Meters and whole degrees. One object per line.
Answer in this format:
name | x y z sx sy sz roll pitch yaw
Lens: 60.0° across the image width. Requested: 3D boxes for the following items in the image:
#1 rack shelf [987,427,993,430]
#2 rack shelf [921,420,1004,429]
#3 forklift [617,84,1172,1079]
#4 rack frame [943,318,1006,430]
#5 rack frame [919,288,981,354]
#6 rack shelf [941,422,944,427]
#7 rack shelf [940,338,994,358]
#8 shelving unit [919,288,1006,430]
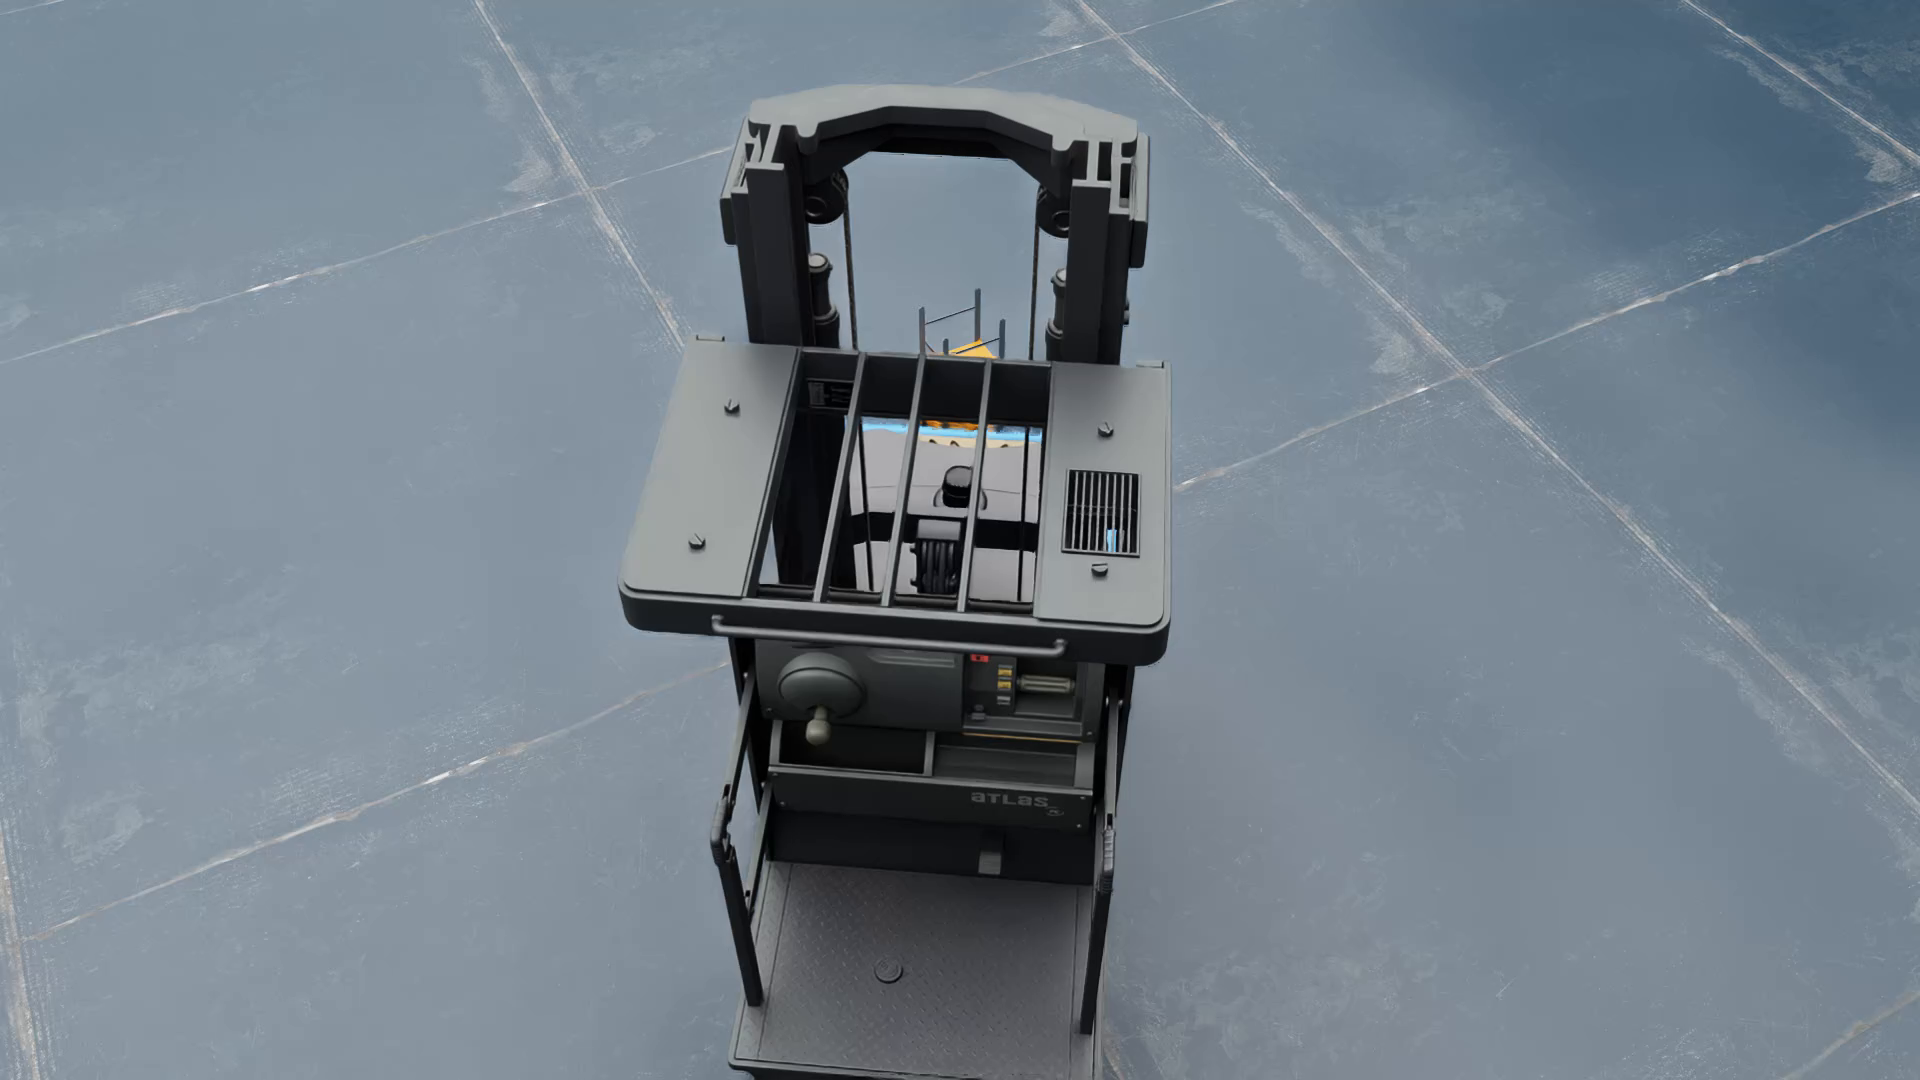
rack shelf | 0.007 -0.356 6.216 0.258 0.103 0.180 -21 52 -18
rack shelf | 0.007 -0.435 6.126 0.258 0.103 0.180 -21 52 -18
forklift | -0.097 0.474 4.281 1.130 2.935 3.031 4 49 3
rack frame | 0.049 -0.324 6.129 0.240 1.200 0.006 -21 52 -18
rack frame | -0.035 -0.447 6.236 0.240 1.200 0.006 -21 52 -18
rack shelf | 0.007 -0.514 6.035 0.258 0.103 0.180 -21 52 -18
rack shelf | 0.007 -0.593 5.945 0.258 0.103 0.180 -21 52 -18
shelving unit | 0.007 -0.385 6.183 0.258 1.200 0.189 -21 52 -18
